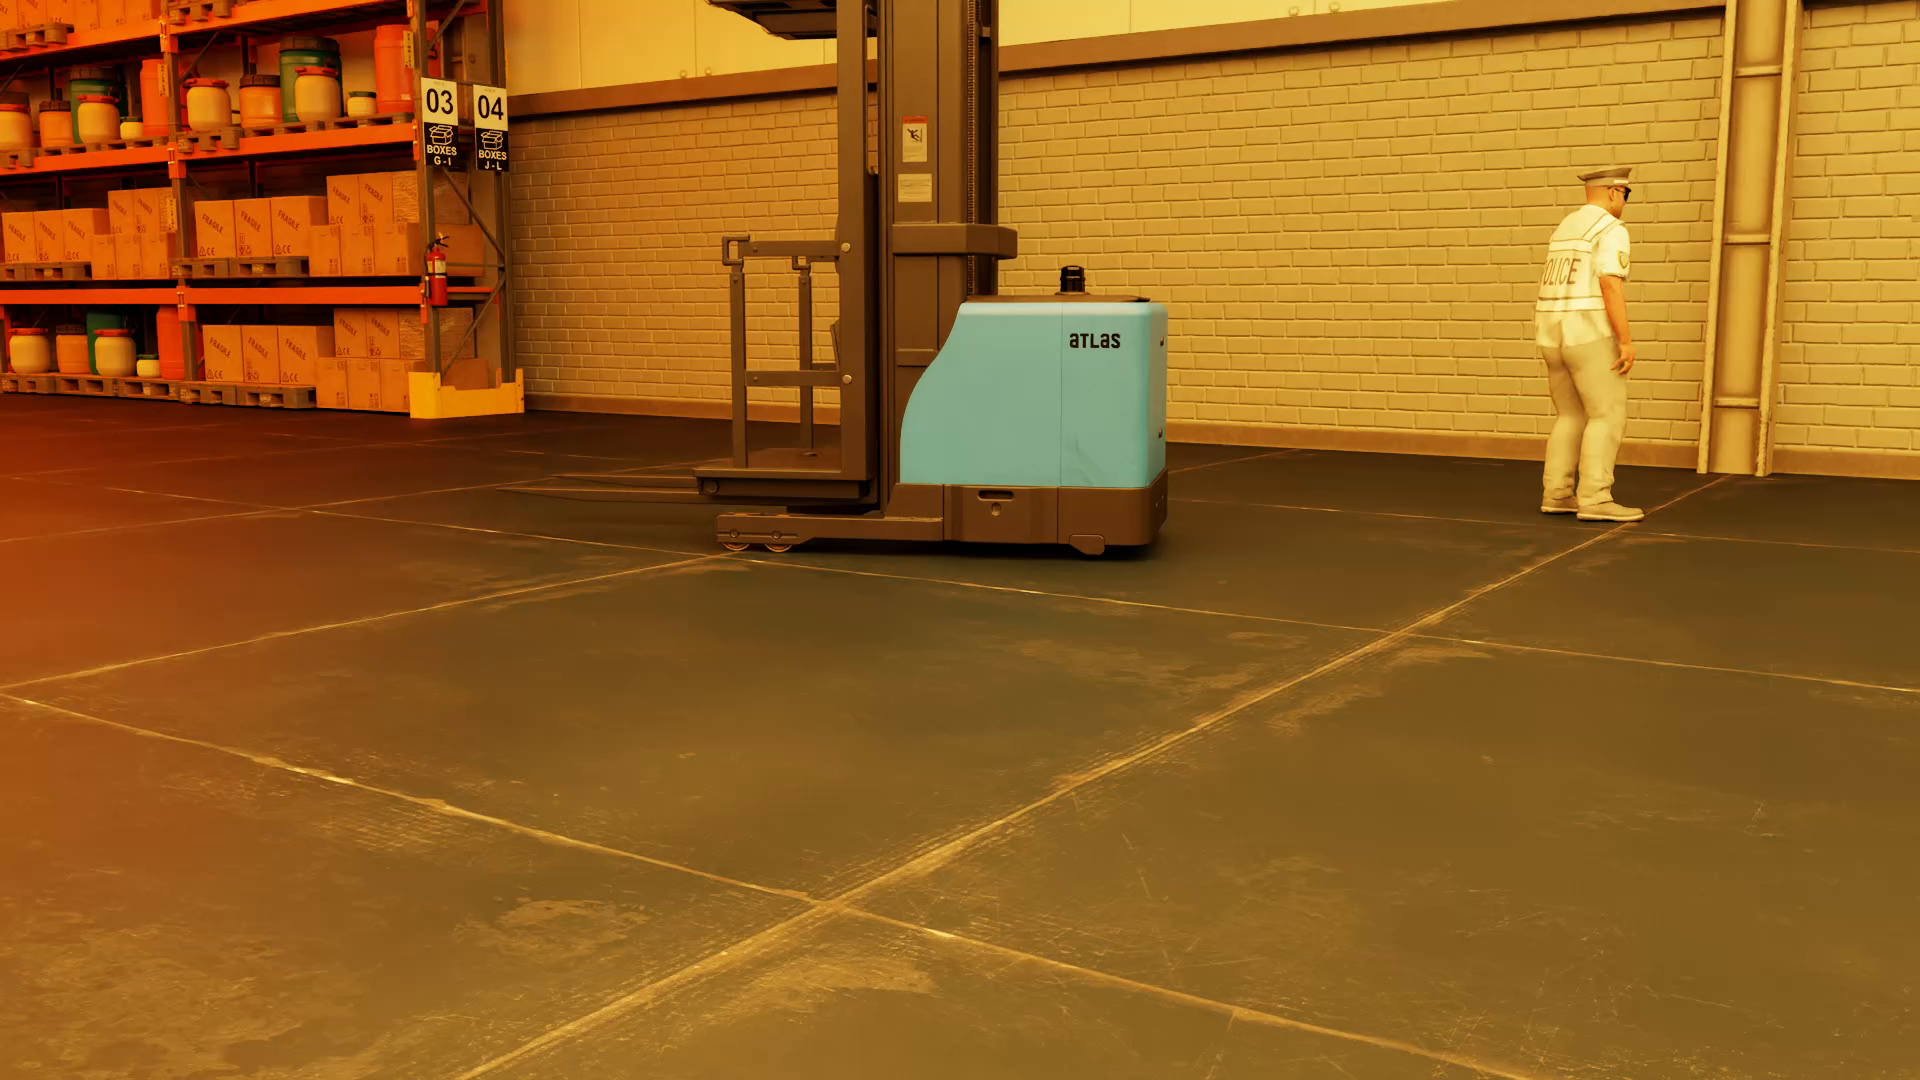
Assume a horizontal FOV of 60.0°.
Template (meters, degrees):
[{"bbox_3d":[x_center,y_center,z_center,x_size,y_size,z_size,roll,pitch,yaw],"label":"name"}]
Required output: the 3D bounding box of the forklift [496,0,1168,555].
[{"bbox_3d":[-0.596,-1.469,7.520,3.031,2.935,1.130,2,8,12],"label":"forklift"}]

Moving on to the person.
[{"bbox_3d":[3.134,-0.987,8.334,0.434,1.747,0.585,-2,8,-13],"label":"person"}]
